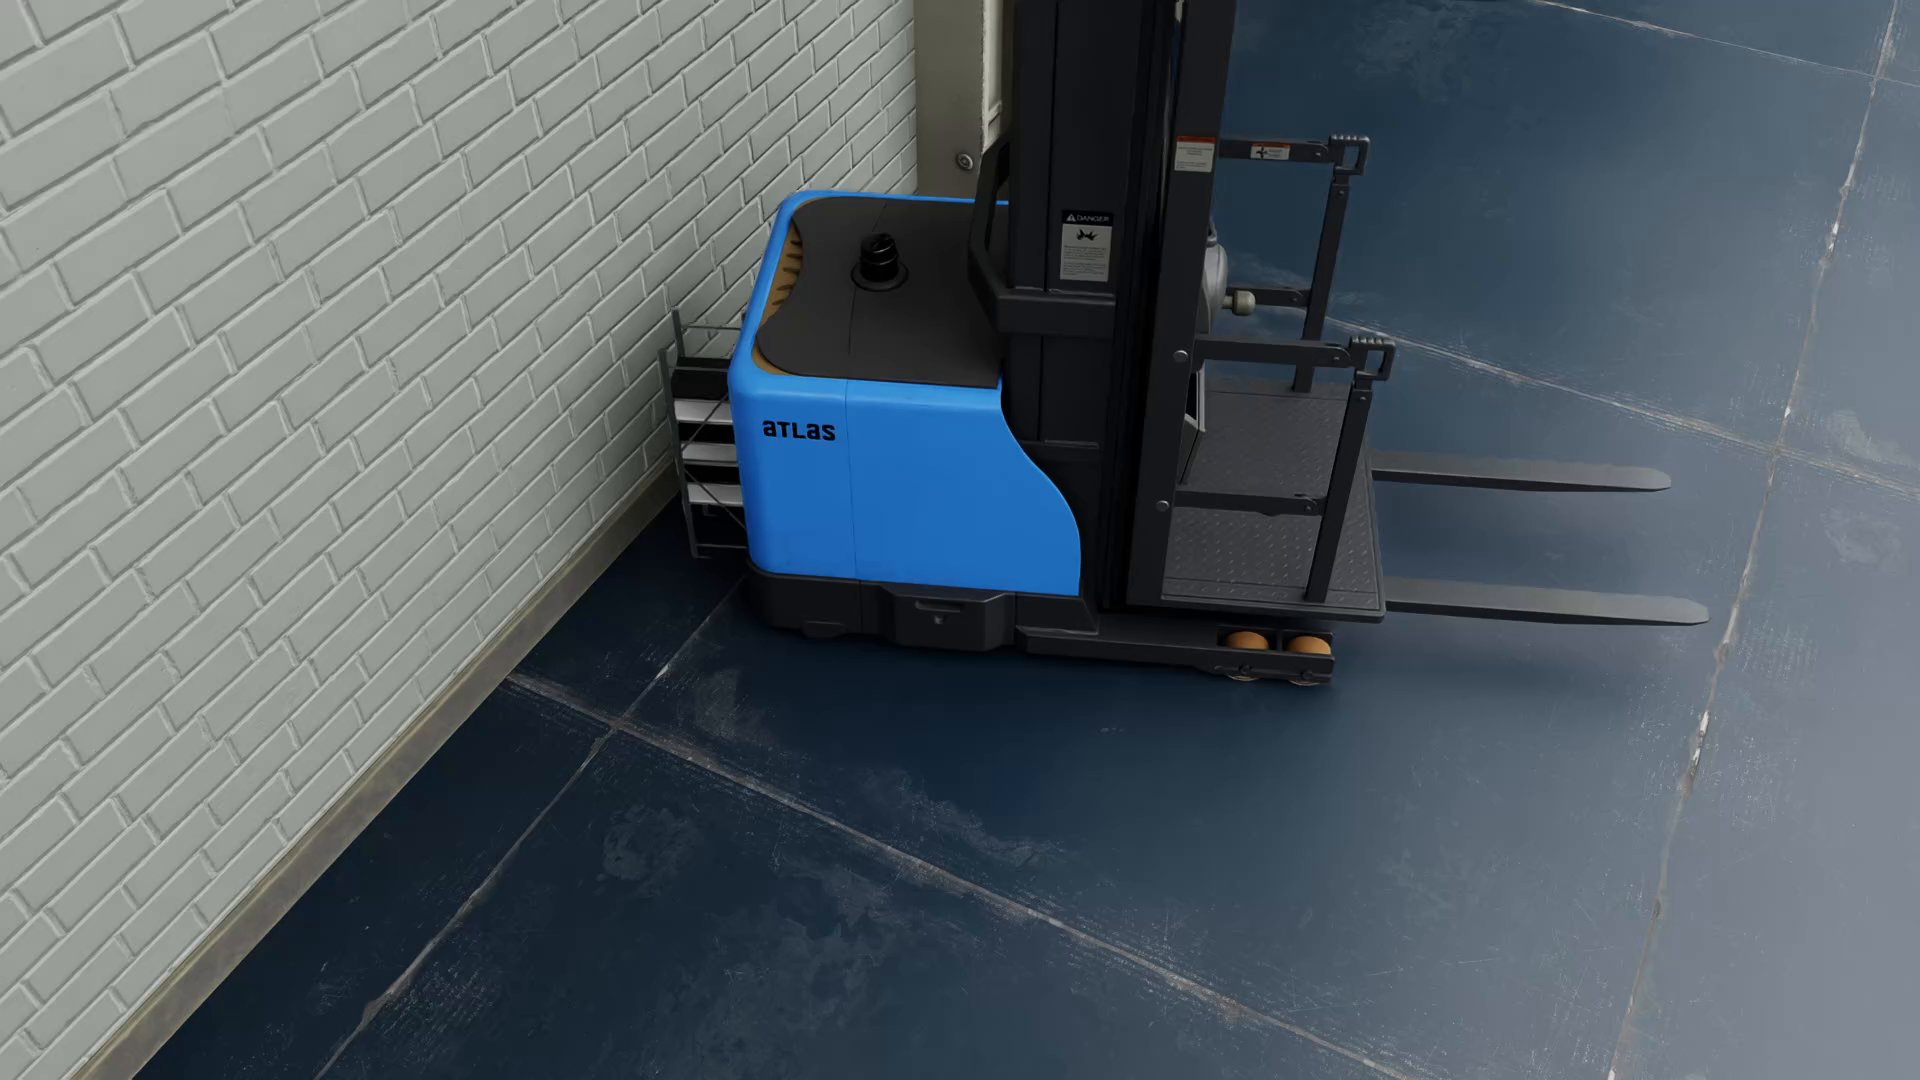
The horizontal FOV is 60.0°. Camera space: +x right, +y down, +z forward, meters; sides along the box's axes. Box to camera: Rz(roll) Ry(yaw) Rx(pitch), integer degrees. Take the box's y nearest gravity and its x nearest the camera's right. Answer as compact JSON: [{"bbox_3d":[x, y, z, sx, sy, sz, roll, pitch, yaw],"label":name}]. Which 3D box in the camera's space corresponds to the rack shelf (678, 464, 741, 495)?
[{"bbox_3d":[-0.788,-0.237,5.525,0.258,0.077,0.200,3,45,3],"label":"rack shelf"}]

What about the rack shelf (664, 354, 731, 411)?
[{"bbox_3d":[-0.788,-0.490,5.269,0.258,0.077,0.200,3,45,3],"label":"rack shelf"}]

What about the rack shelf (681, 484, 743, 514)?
[{"bbox_3d":[-0.788,-0.174,5.589,0.258,0.077,0.200,3,45,3],"label":"rack shelf"}]

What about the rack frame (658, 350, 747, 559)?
[{"bbox_3d":[-0.797,-0.251,5.366,0.240,0.900,0.006,3,45,3],"label":"rack frame"}]

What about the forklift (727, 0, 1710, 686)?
[{"bbox_3d":[0.869,-0.967,4.645,3.031,2.935,1.130,4,45,4],"label":"forklift"}]

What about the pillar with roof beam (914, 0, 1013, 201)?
[{"bbox_3d":[3.858,-3.156,2.543,9.100,9.000,0.400,20,49,19],"label":"pillar with roof beam"}]

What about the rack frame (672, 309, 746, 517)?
[{"bbox_3d":[-0.780,-0.396,5.508,0.240,0.900,0.006,3,45,3],"label":"rack frame"}]

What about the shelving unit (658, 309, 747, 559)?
[{"bbox_3d":[-0.788,-0.323,5.437,0.258,0.900,0.210,3,45,3],"label":"shelving unit"}]

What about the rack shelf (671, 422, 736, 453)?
[{"bbox_3d":[-0.788,-0.363,5.397,0.258,0.077,0.200,3,45,3],"label":"rack shelf"}]

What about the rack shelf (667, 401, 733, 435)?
[{"bbox_3d":[-0.788,-0.427,5.333,0.258,0.077,0.200,3,45,3],"label":"rack shelf"}]

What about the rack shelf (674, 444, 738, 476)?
[{"bbox_3d":[-0.788,-0.300,5.461,0.258,0.077,0.200,3,45,3],"label":"rack shelf"}]
